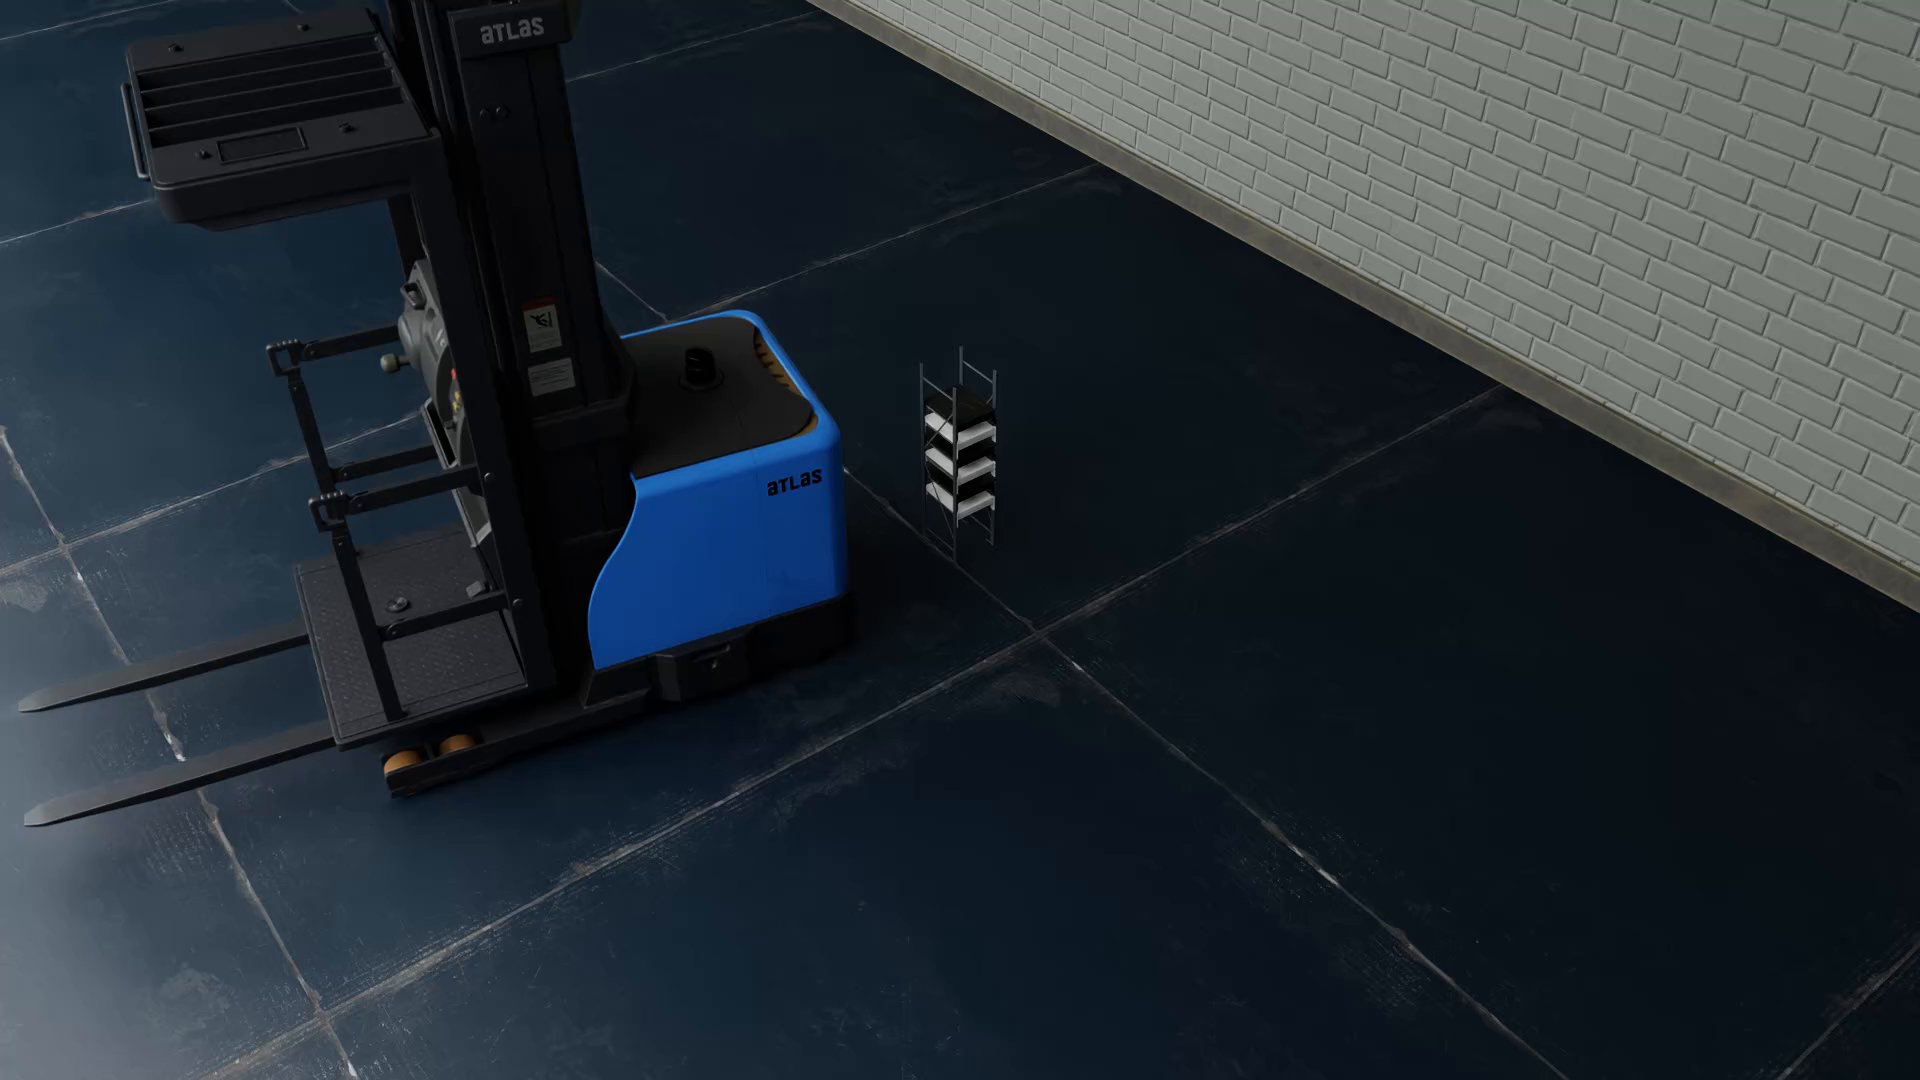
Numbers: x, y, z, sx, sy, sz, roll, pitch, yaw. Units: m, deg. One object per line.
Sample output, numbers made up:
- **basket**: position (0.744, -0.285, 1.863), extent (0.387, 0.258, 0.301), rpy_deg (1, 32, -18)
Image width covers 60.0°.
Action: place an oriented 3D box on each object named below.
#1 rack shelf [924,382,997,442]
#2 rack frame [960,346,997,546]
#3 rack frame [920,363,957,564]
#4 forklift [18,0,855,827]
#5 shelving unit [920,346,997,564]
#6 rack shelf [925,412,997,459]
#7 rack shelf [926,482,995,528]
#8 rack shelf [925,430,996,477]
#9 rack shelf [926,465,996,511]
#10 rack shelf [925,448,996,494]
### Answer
- **rack shelf**: position (-0.006, -0.528, 6.811), extent (0.200, 0.077, 0.258), rpy_deg (-26, 46, -28)
- **rack frame**: position (0.074, -0.384, 7.009), extent (0.006, 0.900, 0.240), rpy_deg (-26, 46, -28)
- **rack frame**: position (-0.087, -0.305, 6.913), extent (0.006, 0.900, 0.240), rpy_deg (-26, 46, -28)
- **forklift**: position (-1.980, -0.579, 5.645), extent (3.031, 2.935, 1.130), rpy_deg (-17, 42, -19)
- **shelving unit**: position (-0.006, -0.345, 6.961), extent (0.210, 0.900, 0.258), rpy_deg (-26, 46, -28)
- **rack shelf**: position (-0.006, -0.458, 6.868), extent (0.200, 0.077, 0.258), rpy_deg (-26, 46, -28)
- **rack shelf**: position (-0.006, -0.180, 7.096), extent (0.200, 0.077, 0.258), rpy_deg (-26, 46, -28)
- **rack shelf**: position (-0.006, -0.389, 6.925), extent (0.200, 0.077, 0.258), rpy_deg (-26, 46, -28)
- **rack shelf**: position (-0.006, -0.249, 7.039), extent (0.200, 0.077, 0.258), rpy_deg (-26, 46, -28)
- **rack shelf**: position (-0.006, -0.319, 6.982), extent (0.200, 0.077, 0.258), rpy_deg (-26, 46, -28)
